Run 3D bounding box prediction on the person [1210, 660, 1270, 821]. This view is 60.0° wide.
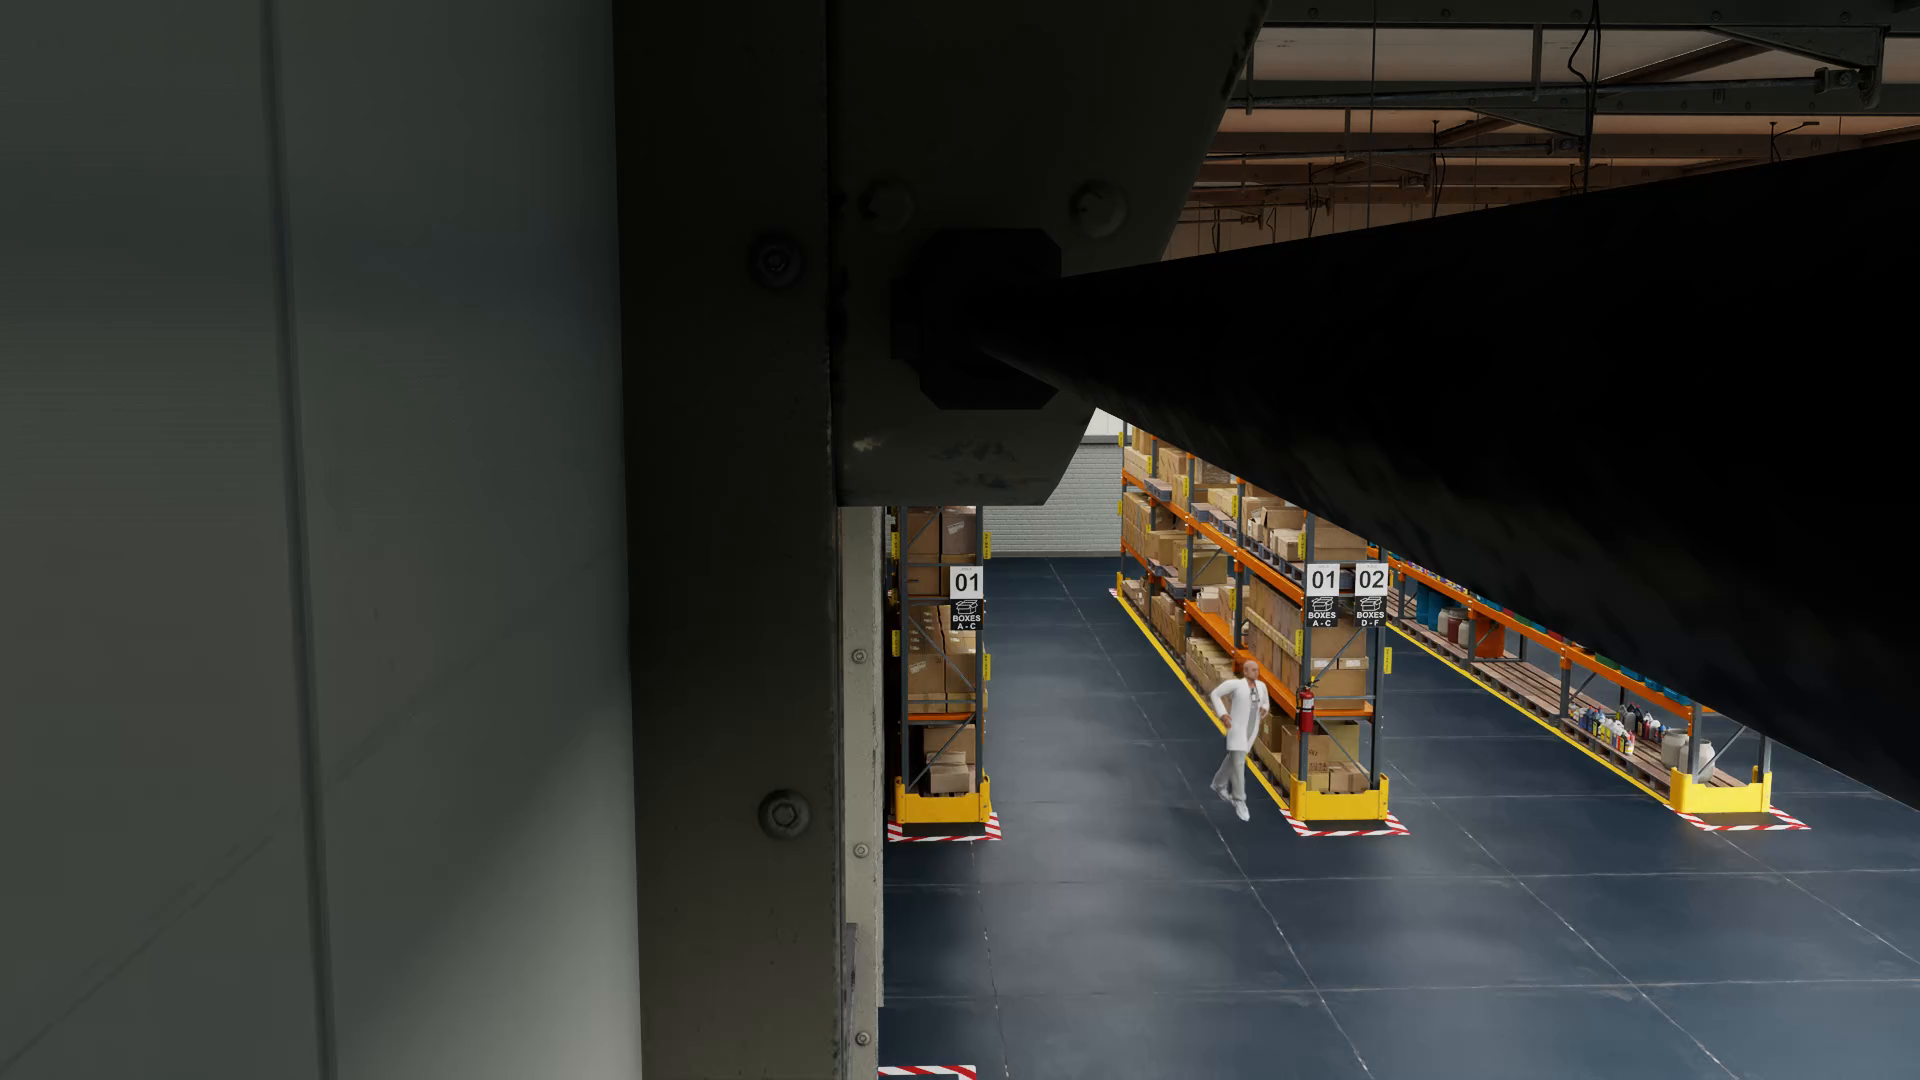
[{"bbox_3d":[3.438,2.372,20.227,0.733,1.862,0.859,-5,9,-30],"label":"person"}]

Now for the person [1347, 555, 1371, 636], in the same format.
[{"bbox_3d":[7.687,0.923,32.175,0.718,1.761,0.965,-2,8,-11],"label":"person"}]
